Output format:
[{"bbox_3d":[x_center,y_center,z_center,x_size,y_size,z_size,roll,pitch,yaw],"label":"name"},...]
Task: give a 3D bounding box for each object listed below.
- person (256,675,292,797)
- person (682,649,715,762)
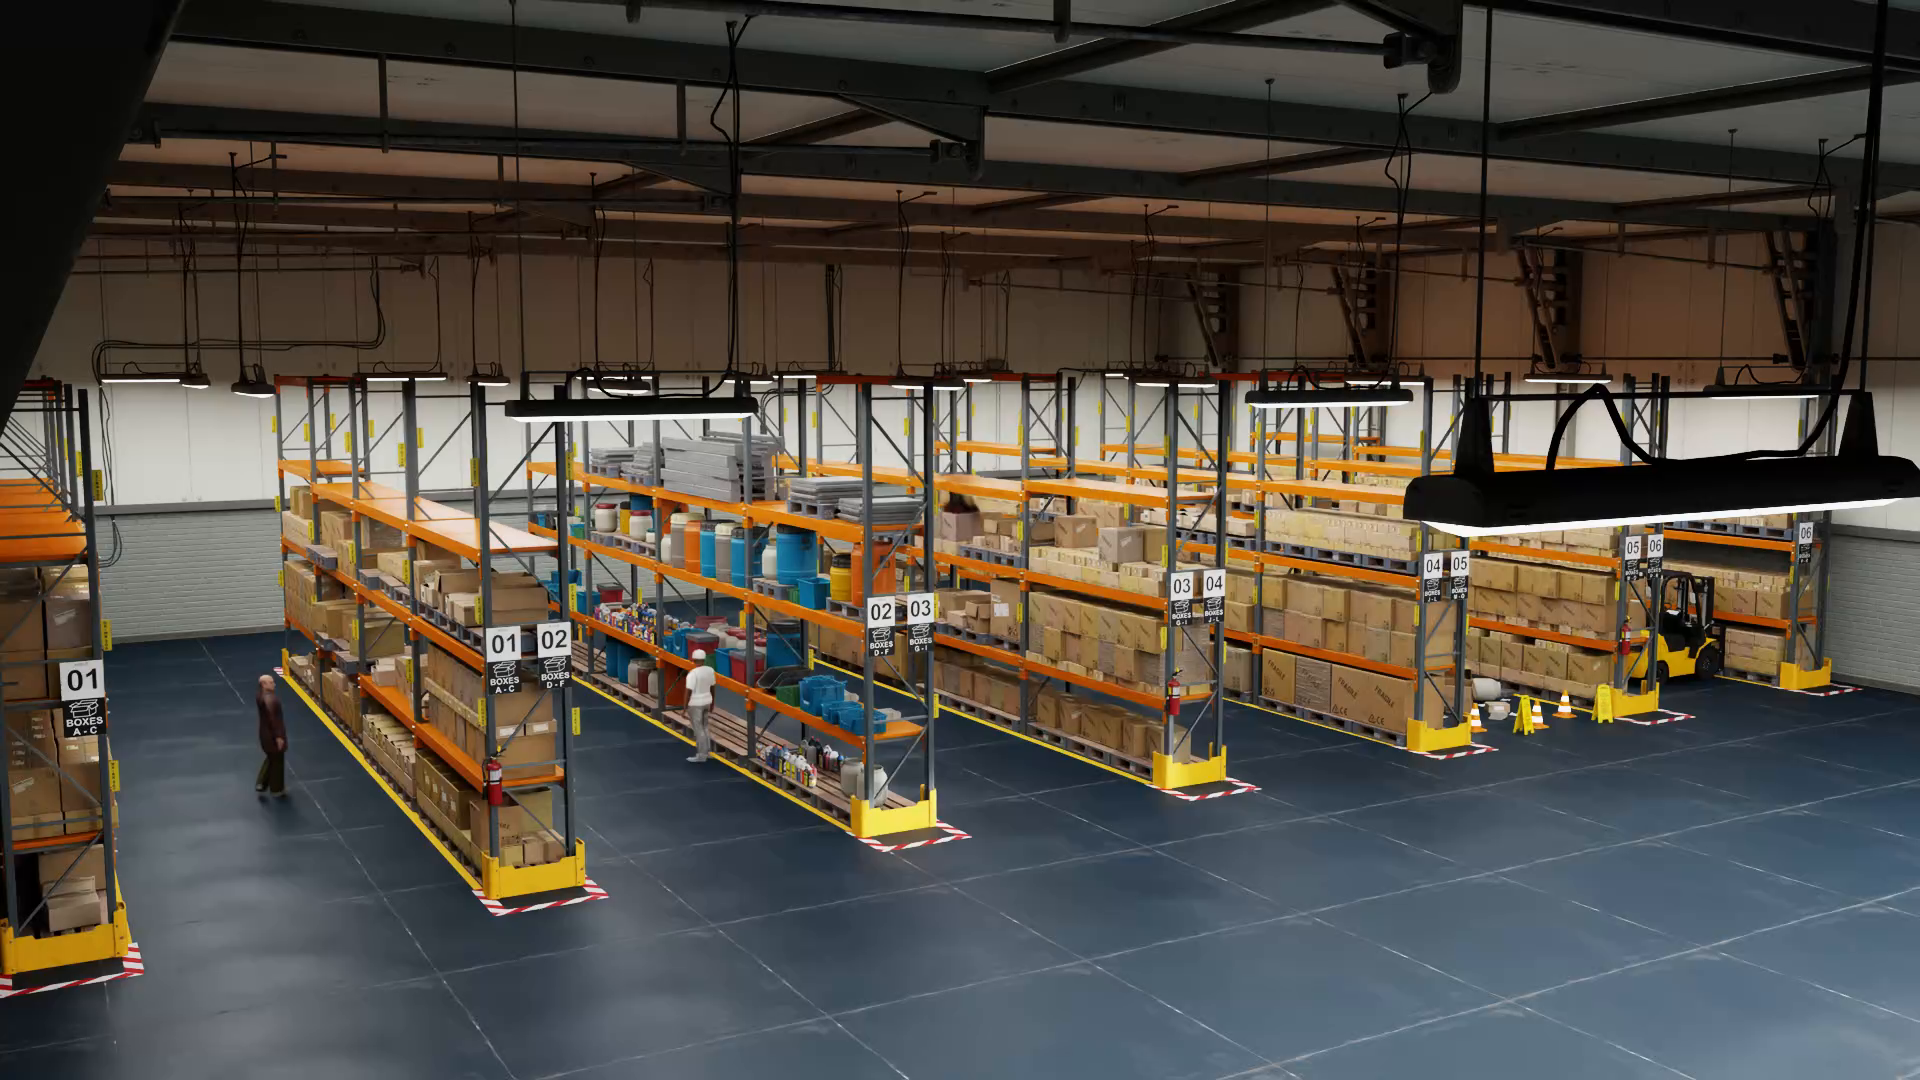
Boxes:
[{"bbox_3d":[-9.921,2.822,24.016,0.590,1.771,0.495,4,8,34],"label":"person"},{"bbox_3d":[-4.099,2.614,26.084,0.372,1.813,0.690,4,7,32],"label":"person"}]
